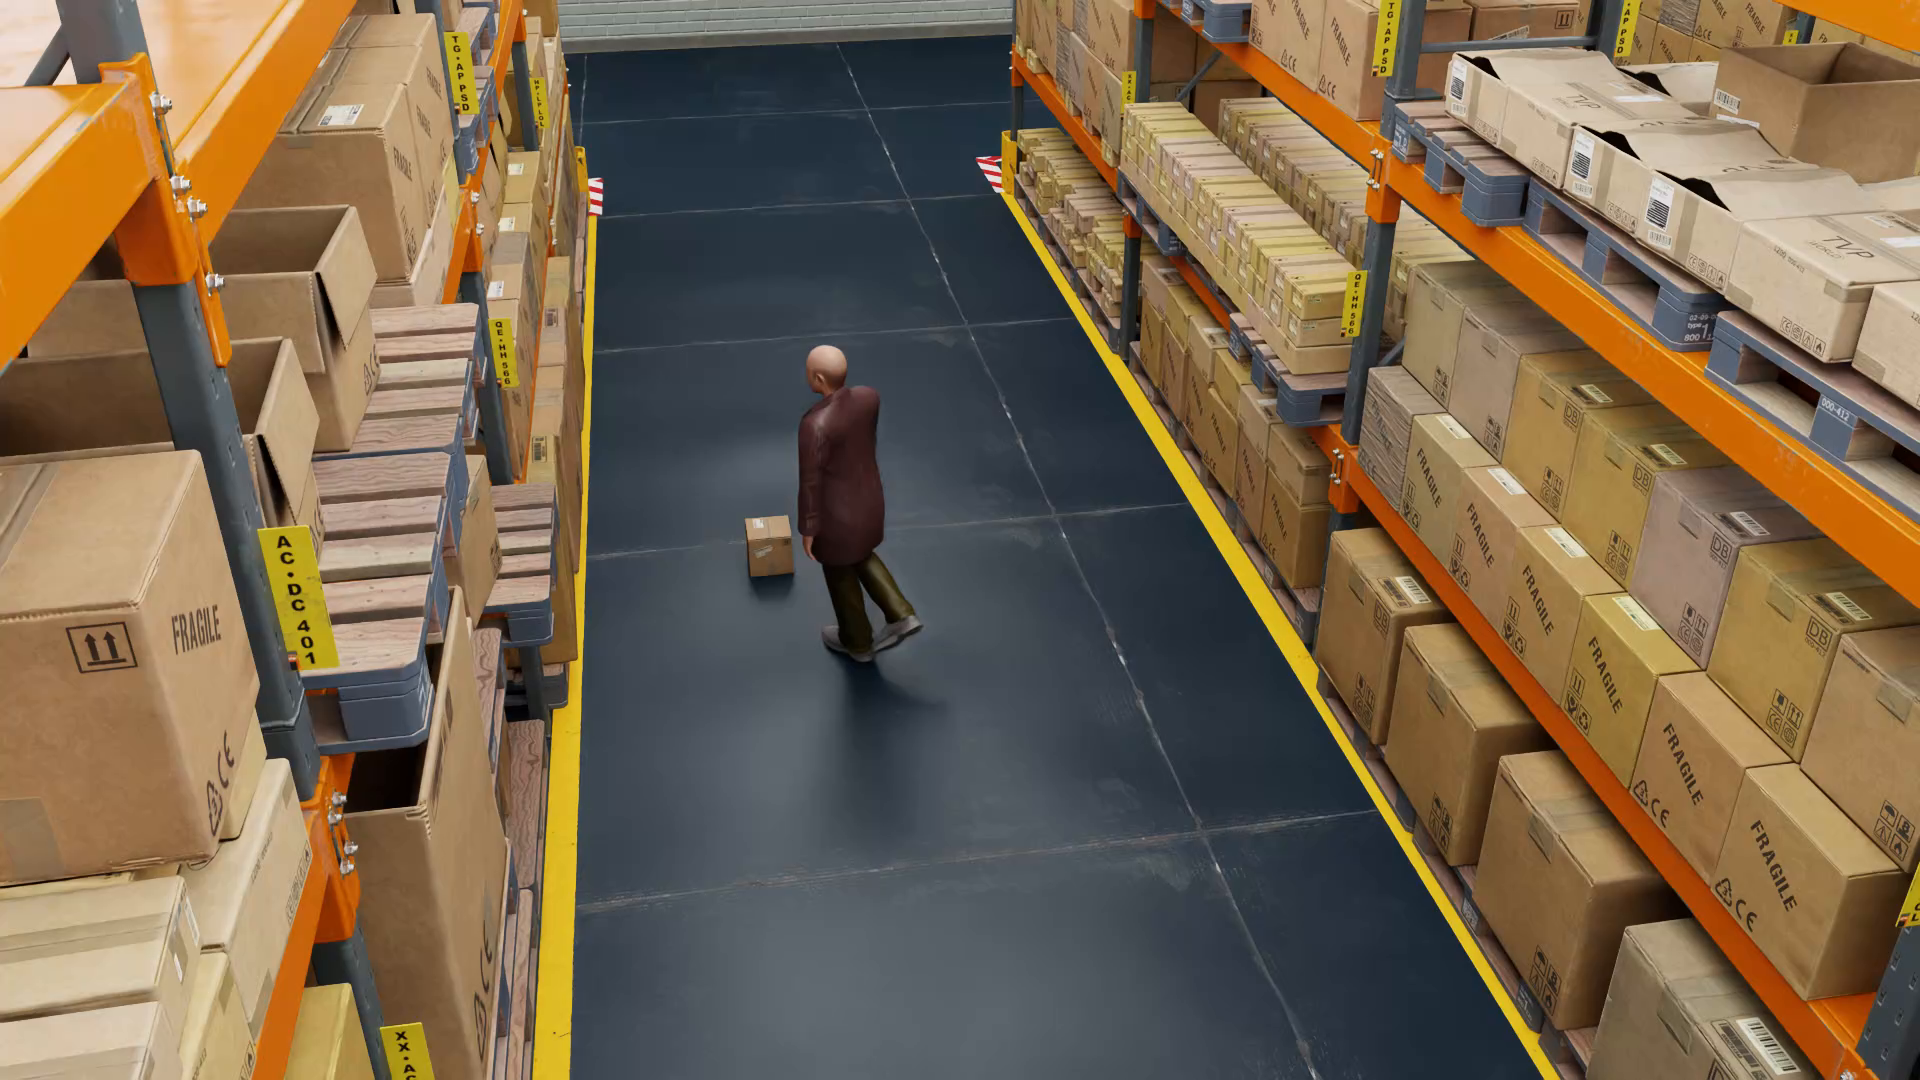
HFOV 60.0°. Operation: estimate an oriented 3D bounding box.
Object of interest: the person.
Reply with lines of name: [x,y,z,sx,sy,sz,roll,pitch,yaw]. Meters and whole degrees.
person: [-0.529,-0.120,8.325,0.656,1.773,0.606,24,38,35]
